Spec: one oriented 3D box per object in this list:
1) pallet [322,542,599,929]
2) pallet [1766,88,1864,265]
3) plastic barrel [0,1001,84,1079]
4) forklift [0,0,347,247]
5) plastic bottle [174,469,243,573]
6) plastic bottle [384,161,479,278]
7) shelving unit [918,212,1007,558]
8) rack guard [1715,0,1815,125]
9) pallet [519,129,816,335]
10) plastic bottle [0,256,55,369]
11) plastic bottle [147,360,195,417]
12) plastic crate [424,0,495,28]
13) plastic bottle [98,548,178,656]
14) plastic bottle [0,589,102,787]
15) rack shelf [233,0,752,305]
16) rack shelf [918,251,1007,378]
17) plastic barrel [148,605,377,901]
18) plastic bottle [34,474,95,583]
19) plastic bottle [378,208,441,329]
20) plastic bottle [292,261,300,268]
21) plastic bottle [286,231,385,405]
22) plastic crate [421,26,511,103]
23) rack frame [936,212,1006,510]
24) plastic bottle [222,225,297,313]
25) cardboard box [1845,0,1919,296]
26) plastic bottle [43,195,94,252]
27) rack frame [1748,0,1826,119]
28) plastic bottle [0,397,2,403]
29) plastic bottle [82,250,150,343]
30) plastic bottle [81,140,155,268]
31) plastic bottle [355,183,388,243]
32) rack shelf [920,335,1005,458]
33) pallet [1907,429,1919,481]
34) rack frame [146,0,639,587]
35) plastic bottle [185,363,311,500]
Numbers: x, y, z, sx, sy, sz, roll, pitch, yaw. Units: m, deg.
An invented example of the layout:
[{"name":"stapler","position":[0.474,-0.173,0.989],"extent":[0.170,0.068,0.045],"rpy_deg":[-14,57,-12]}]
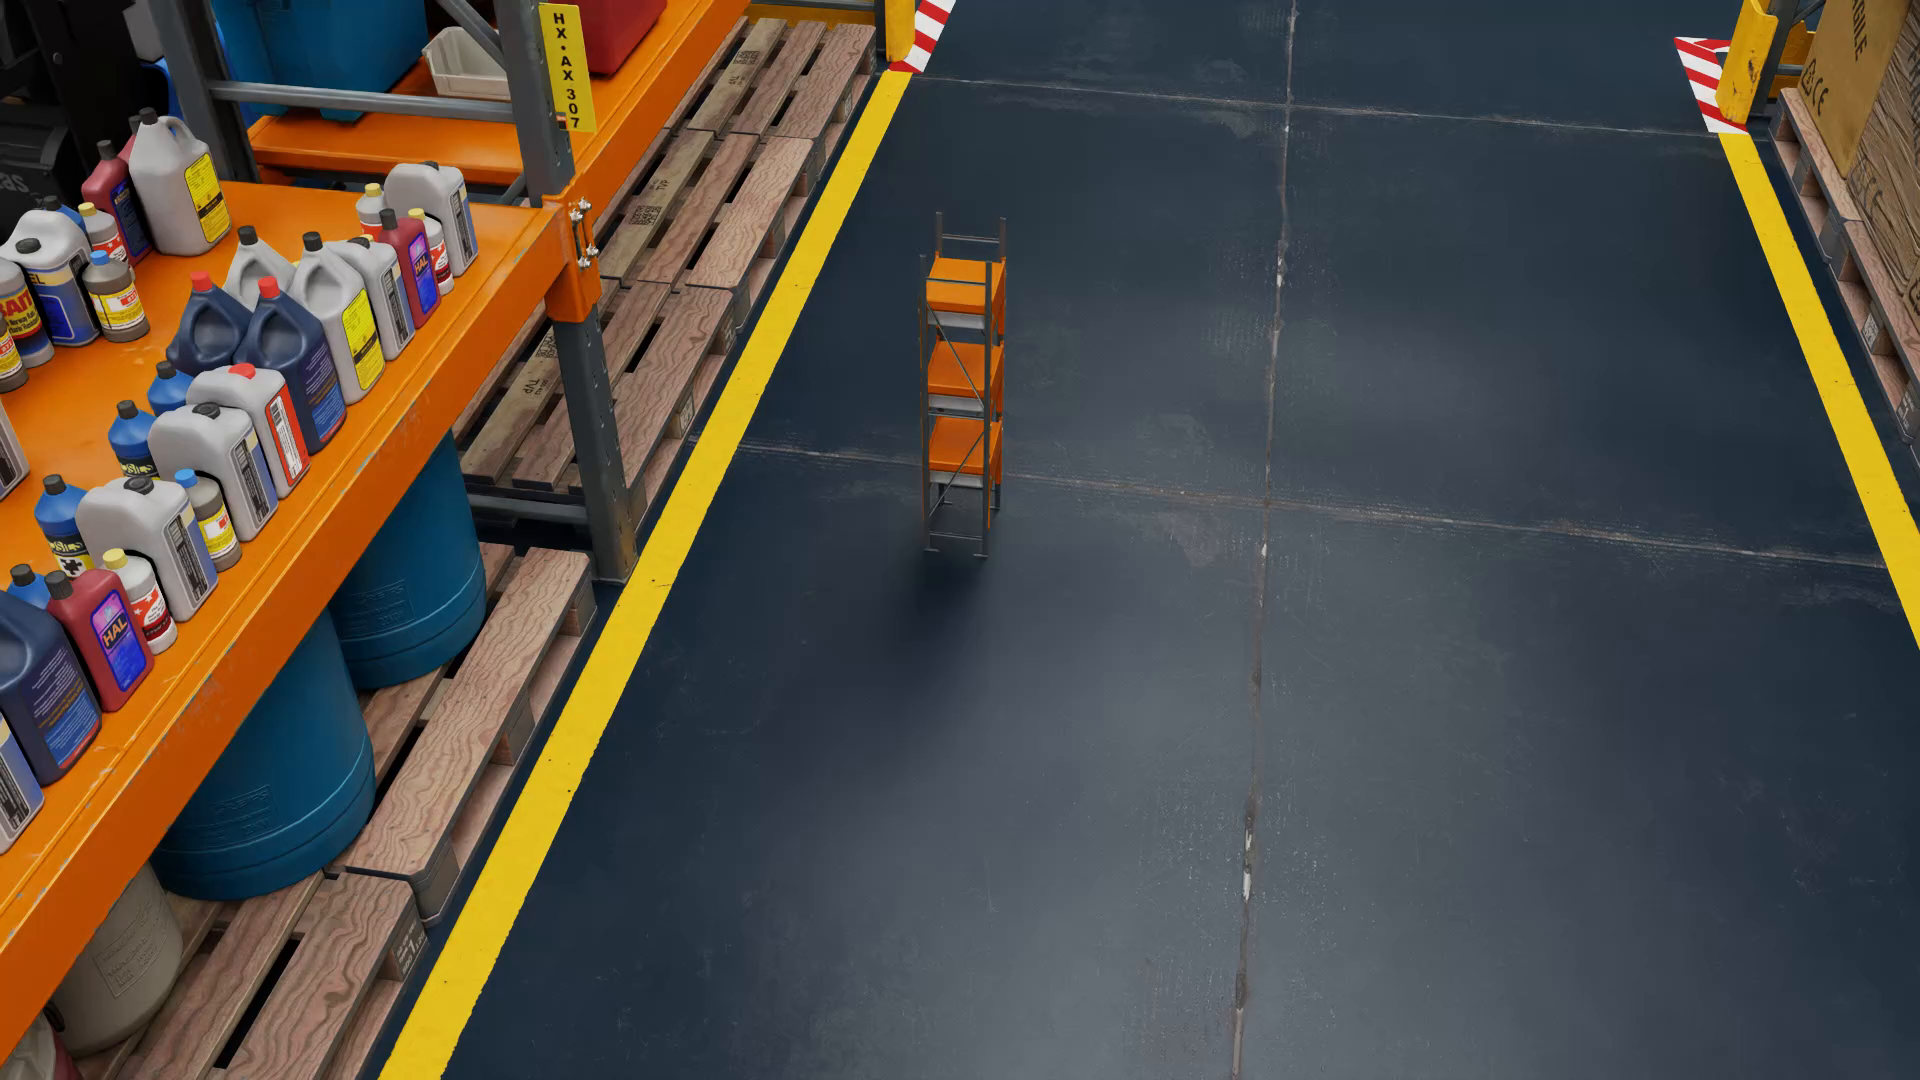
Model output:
[{"name":"pallet","position":[-1.676,0.446,4.545],"extent":[1.003,0.211,1.213],"rpy_deg":[6,40,8]},{"name":"pallet","position":[4.008,-1.487,6.883],"extent":[1.003,0.211,1.213],"rpy_deg":[6,40,8]},{"name":"plastic barrel","position":[-1.930,1.152,3.066],"extent":[0.600,0.588,0.708],"rpy_deg":[6,40,8]},{"name":"forklift","position":[-3.259,-1.493,4.755],"extent":[1.130,2.935,3.031],"rpy_deg":[9,40,11]},{"name":"plastic bottle","position":[-1.418,-0.043,3.103],"extent":[0.097,0.201,0.097],"rpy_deg":[0,40,0]},{"name":"plastic bottle","position":[-1.251,-0.777,3.934],"extent":[0.152,0.276,0.135],"rpy_deg":[6,40,8]},{"name":"shelving unit","position":[0.009,-0.438,4.956],"extent":[0.215,1.050,0.252],"rpy_deg":[6,40,8]},{"name":"rack guard","position":[4.074,-2.124,7.427],"extent":[1.175,0.500,0.348],"rpy_deg":[6,40,8]},{"name":"pallet","position":[-1.203,-1.267,6.617],"extent":[1.003,0.211,1.213],"rpy_deg":[6,40,8]},{"name":"plastic bottle","position":[-2.067,-0.511,3.615],"extent":[0.097,0.271,0.097],"rpy_deg":[0,40,0]},{"name":"plastic bottle","position":[-1.527,-0.232,3.278],"extent":[0.097,0.271,0.097],"rpy_deg":[0,40,0]},{"name":"plastic crate","position":[-1.572,-1.757,5.190],"extent":[0.437,0.125,0.590],"rpy_deg":[6,40,8]},{"name":"plastic bottle","position":[-1.458,0.103,2.927],"extent":[0.097,0.201,0.097],"rpy_deg":[0,40,0]},{"name":"plastic bottle","position":[-1.528,0.215,2.675],"extent":[0.144,0.351,0.185],"rpy_deg":[6,40,8]},{"name":"rack shelf","position":[-1.155,-2.086,5.984],"extent":[1.077,0.370,4.000],"rpy_deg":[6,40,8]},{"name":"rack shelf","position":[0.009,-0.649,4.782],"extent":[0.215,0.259,0.240],"rpy_deg":[6,40,8]},{"name":"plastic barrel","position":[-1.735,0.323,3.823],"extent":[0.600,0.901,0.708],"rpy_deg":[6,40,8]},{"name":"plastic bottle","position":[-1.591,-0.002,2.999],"extent":[0.097,0.271,0.097],"rpy_deg":[0,40,0]},{"name":"plastic bottle","position":[-1.246,-0.630,3.750],"extent":[0.061,0.283,0.133],"rpy_deg":[6,40,8]},{"name":"plastic bottle","position":[-1.440,-0.522,3.683],"extent":[0.097,0.201,0.097],"rpy_deg":[0,40,0]},{"name":"plastic bottle","position":[-1.338,-0.476,3.511],"extent":[0.144,0.351,0.185],"rpy_deg":[6,40,8]},{"name":"plastic crate","position":[-1.280,-1.306,4.636],"extent":[0.396,0.136,0.243],"rpy_deg":[6,40,8]},{"name":"rack frame","position":[0.030,-0.515,5.049],"extent":[0.200,1.050,0.008],"rpy_deg":[6,40,8]},{"name":"plastic bottle","position":[-1.480,-0.492,3.530],"extent":[0.144,0.351,0.185],"rpy_deg":[6,40,8]},{"name":"cardboard box","position":[3.880,-1.434,5.968],"extent":[0.875,0.875,0.875],"rpy_deg":[6,40,8]},{"name":"plastic bottle","position":[-2.027,-0.656,3.791],"extent":[0.097,0.271,0.097],"rpy_deg":[0,40,0]},{"name":"rack frame","position":[4.069,-3.072,6.612],"extent":[1.000,3.000,0.127],"rpy_deg":[6,40,8]},{"name":"plastic bottle","position":[-2.100,-0.362,3.489],"extent":[0.097,0.201,0.097],"rpy_deg":[0,40,0]},{"name":"plastic bottle","position":[-1.894,-0.552,3.719],"extent":[0.097,0.201,0.097],"rpy_deg":[0,40,0]},{"name":"plastic bottle","position":[-2.008,-0.796,3.951],"extent":[0.061,0.283,0.133],"rpy_deg":[6,40,8]},{"name":"plastic bottle","position":[-1.377,-0.751,3.960],"extent":[0.097,0.201,0.097],"rpy_deg":[0,40,0]},{"name":"rack shelf","position":[0.009,-0.430,4.963],"extent":[0.215,0.259,0.240],"rpy_deg":[6,40,8]},{"name":"pallet","position":[3.586,0.044,5.031],"extent":[1.003,0.211,1.213],"rpy_deg":[6,40,8]},{"name":"rack frame","position":[-1.501,-1.108,4.236],"extent":[1.000,3.000,0.127],"rpy_deg":[6,40,8]},{"name":"plastic bottle","position":[-1.401,-0.232,3.274],"extent":[0.152,0.276,0.135],"rpy_deg":[6,40,8]}]
